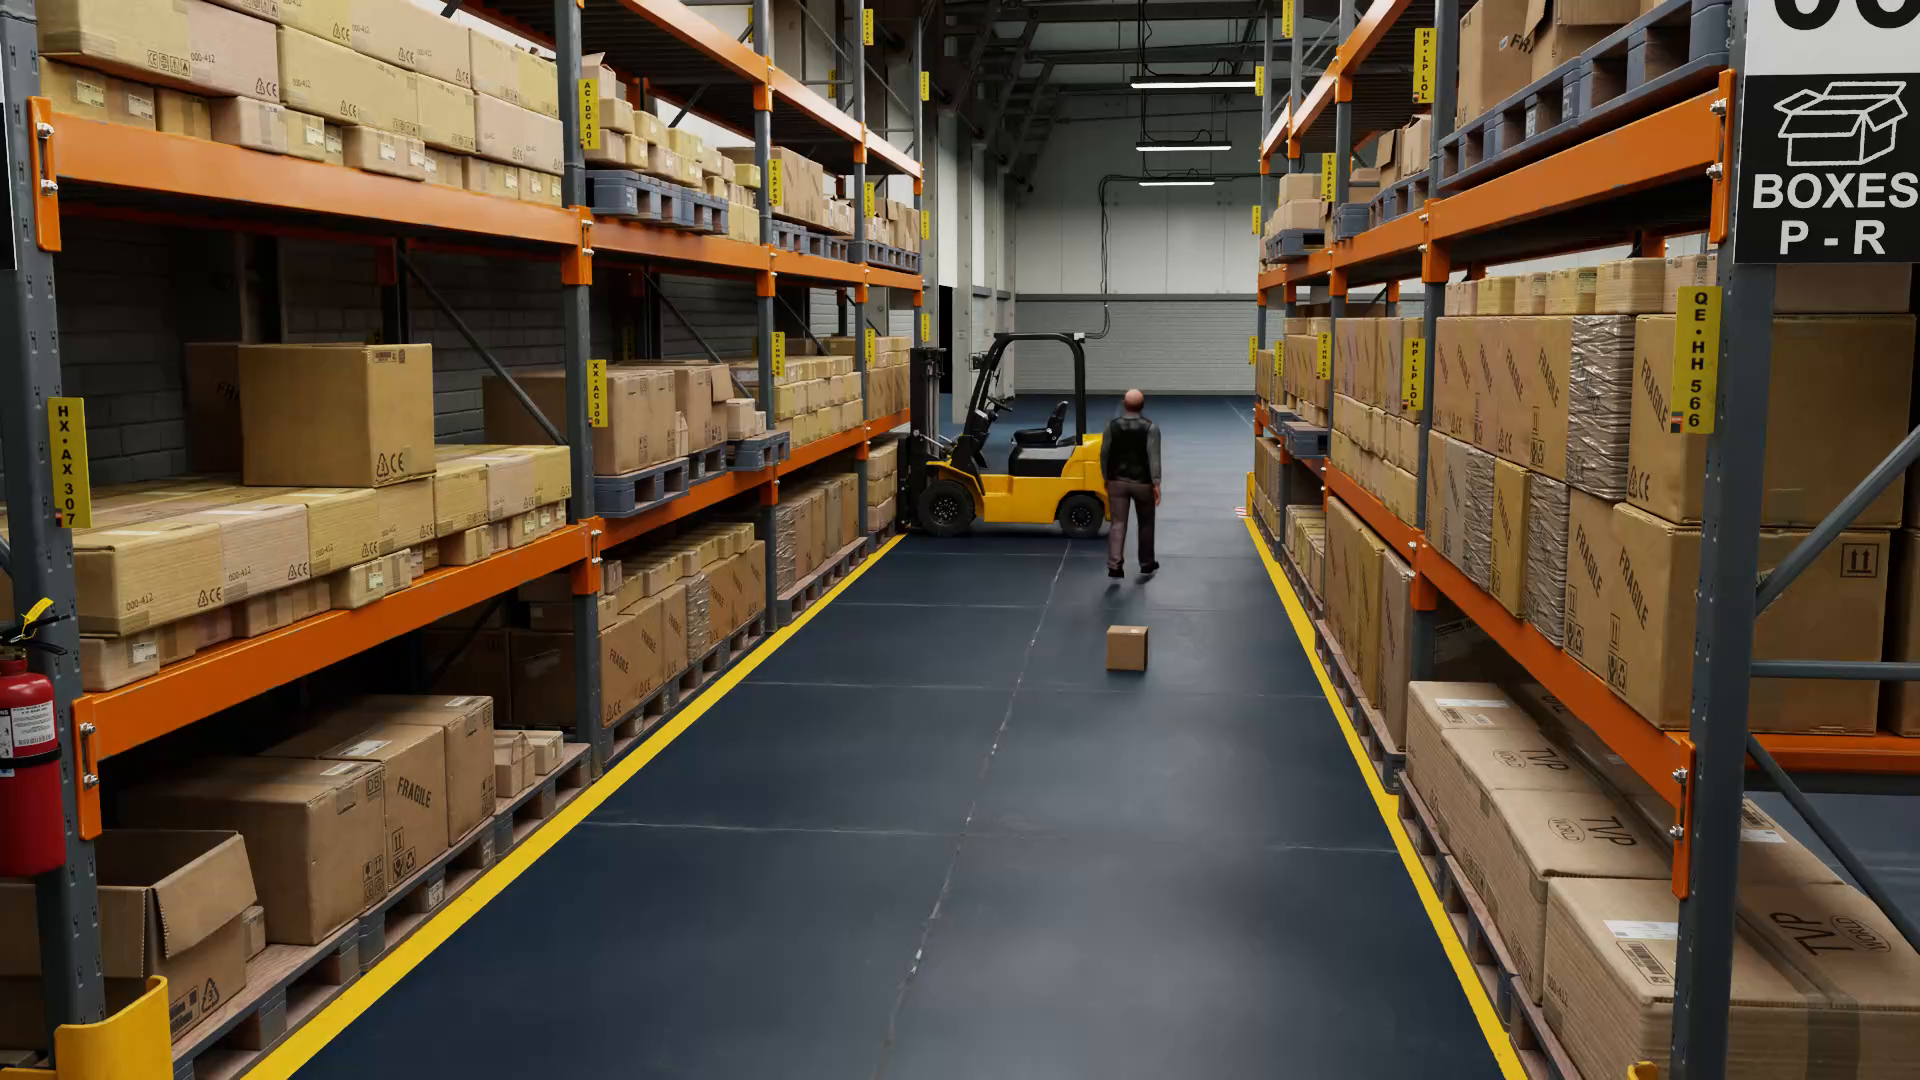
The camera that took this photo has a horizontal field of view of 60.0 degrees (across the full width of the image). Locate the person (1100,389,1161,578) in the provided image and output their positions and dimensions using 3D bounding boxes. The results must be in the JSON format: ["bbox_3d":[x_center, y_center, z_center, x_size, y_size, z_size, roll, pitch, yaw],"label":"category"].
[{"bbox_3d":[1.522,-0.501,14.728,0.565,1.677,1.001,2,8,13],"label":"person"}]
